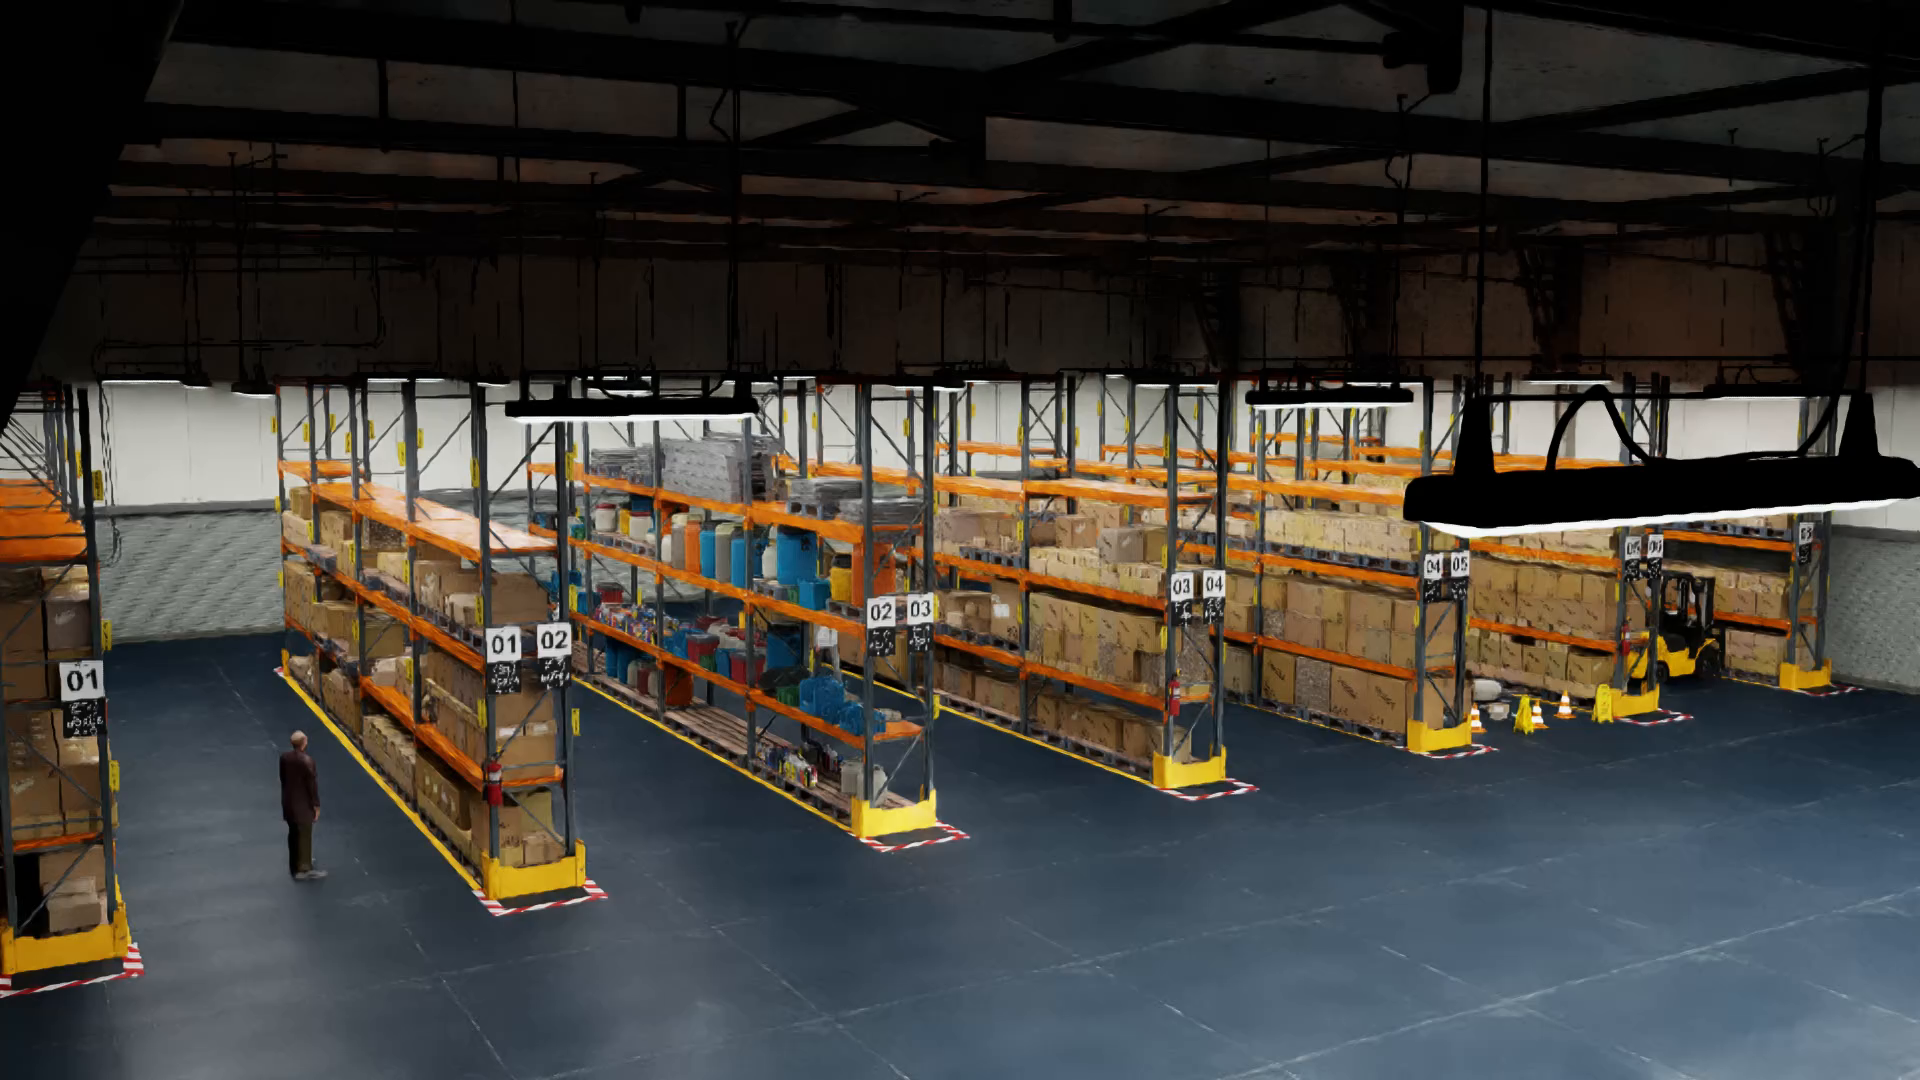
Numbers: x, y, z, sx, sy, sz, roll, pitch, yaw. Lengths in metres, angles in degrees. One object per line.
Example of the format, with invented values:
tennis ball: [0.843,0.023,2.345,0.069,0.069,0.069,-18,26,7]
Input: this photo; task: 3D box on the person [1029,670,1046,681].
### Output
person: [1.508,2.016,31.280,0.612,1.768,0.456,4,7,31]

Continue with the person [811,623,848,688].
person: [-2.570,1.984,31.945,0.543,1.700,1.114,-3,7,-27]

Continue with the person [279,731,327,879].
person: [-8.037,3.206,20.327,0.656,1.787,0.478,4,7,30]

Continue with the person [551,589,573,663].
person: [-8.067,1.819,33.466,0.531,1.659,0.566,-1,6,-11]
